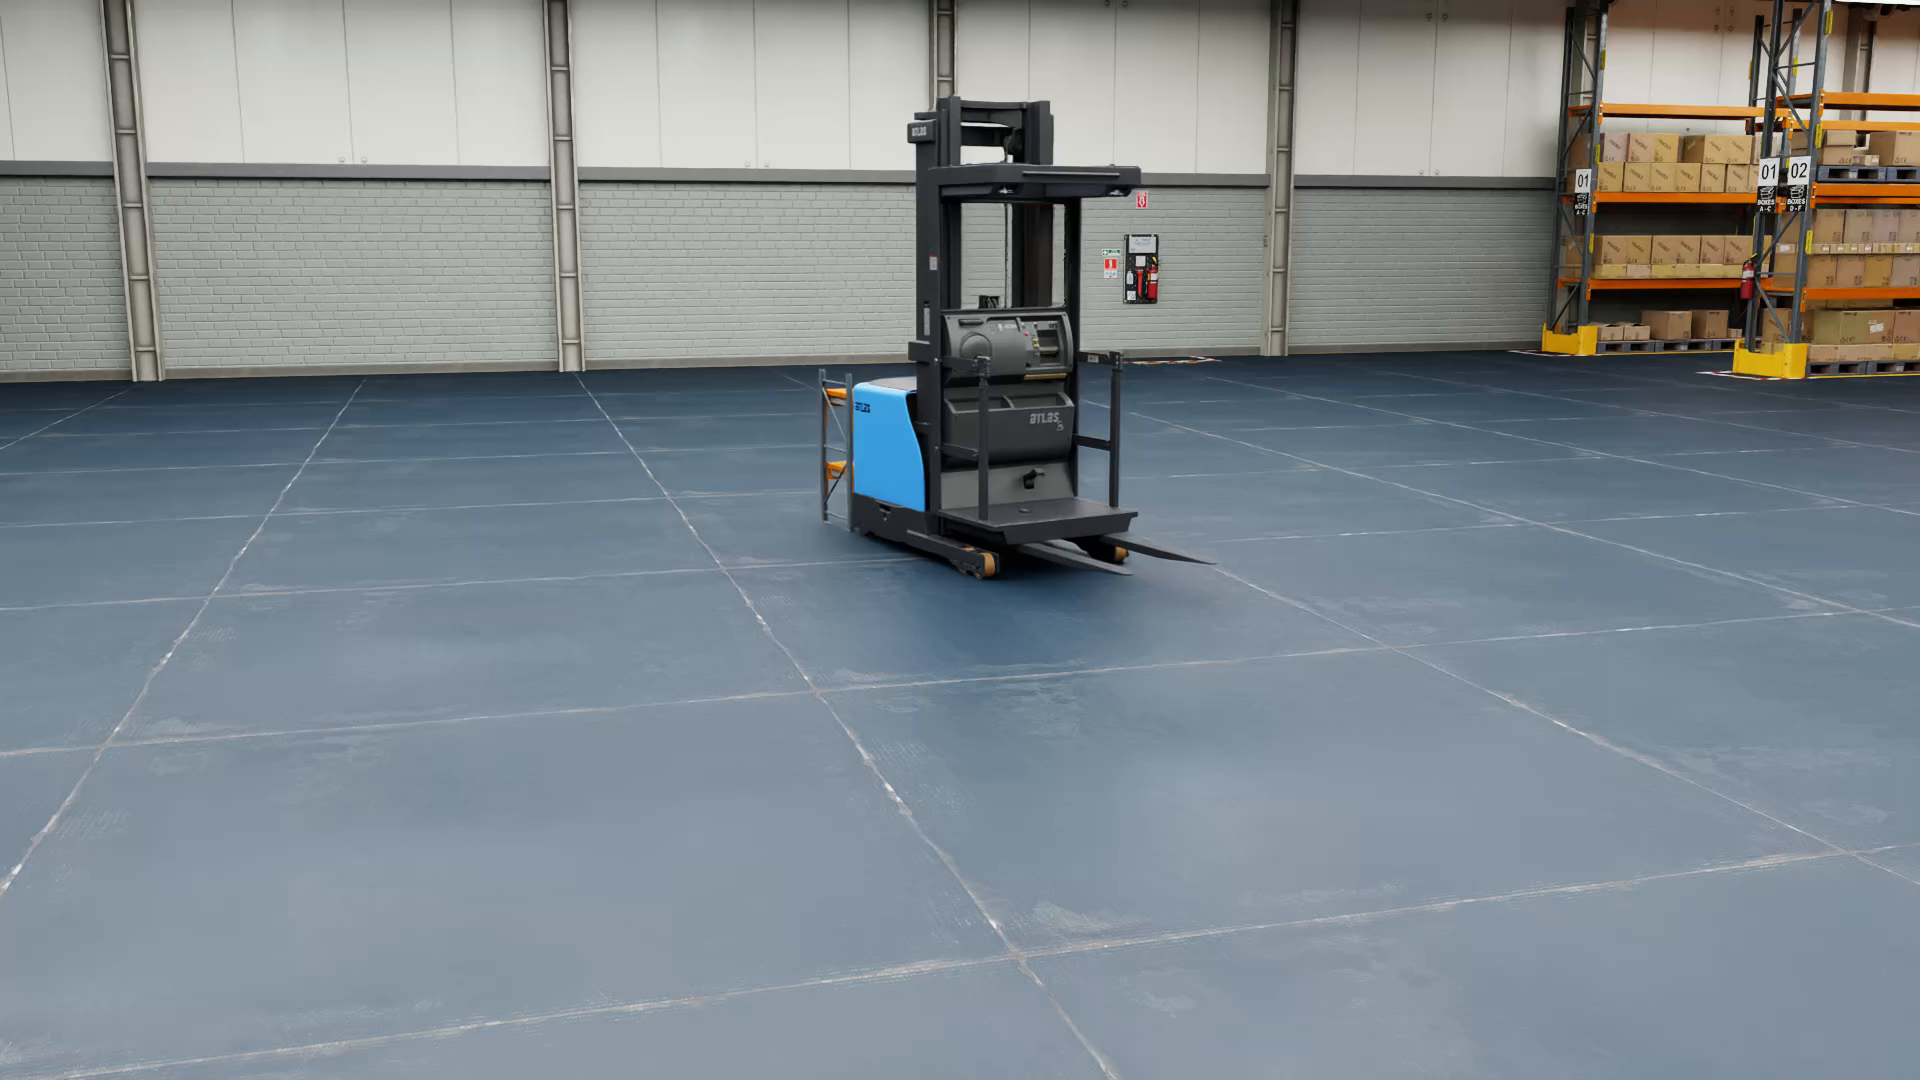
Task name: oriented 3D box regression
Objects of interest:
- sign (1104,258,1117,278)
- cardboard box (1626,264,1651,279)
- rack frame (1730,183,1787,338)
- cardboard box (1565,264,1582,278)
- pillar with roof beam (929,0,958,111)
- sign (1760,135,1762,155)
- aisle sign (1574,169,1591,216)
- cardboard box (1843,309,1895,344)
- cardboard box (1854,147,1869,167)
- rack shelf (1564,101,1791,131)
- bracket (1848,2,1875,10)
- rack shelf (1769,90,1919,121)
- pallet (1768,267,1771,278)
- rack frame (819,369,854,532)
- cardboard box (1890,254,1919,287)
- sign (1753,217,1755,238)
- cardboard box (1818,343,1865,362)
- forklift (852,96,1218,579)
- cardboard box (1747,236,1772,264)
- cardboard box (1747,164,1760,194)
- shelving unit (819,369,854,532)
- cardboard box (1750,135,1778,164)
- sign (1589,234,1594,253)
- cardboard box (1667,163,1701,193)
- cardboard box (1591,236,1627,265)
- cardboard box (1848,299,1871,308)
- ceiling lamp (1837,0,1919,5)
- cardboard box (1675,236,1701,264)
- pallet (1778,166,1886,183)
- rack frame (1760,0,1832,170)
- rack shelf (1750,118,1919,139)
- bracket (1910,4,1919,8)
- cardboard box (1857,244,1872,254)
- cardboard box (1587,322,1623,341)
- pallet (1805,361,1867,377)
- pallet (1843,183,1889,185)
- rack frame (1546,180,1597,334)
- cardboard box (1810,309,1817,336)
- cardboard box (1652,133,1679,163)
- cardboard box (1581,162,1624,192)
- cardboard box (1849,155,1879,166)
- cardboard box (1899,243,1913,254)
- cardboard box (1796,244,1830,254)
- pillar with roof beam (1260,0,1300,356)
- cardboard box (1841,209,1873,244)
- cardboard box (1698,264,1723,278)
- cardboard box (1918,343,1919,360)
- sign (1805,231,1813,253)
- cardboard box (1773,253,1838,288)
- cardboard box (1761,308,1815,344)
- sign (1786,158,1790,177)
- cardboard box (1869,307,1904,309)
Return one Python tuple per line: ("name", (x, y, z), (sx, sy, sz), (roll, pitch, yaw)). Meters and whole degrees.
("sign", (2.551, -4.602, 28.161), (0.234, 0.329, 0.001), (-3, 11, -16))
("cardboard box", (11.877, -4.765, 29.504), (0.500, 0.250, 0.500), (-3, 11, -18))
("rack frame", (14.665, -5.033, 30.602), (0.127, 3.000, 1.000), (-3, 11, -16))
("cardboard box", (11.219, -4.824, 29.825), (0.500, 0.250, 0.500), (-3, 11, -15))
("pillar with roof beam", (0.937, -6.611, 22.604), (0.400, 9.000, 9.100), (-3, 11, -16))
("sign", (12.075, -5.937, 24.997), (0.005, 0.325, 0.100), (-3, 11, -16))
("aisle sign", (10.839, -6.053, 28.964), (0.004, 0.787, 0.394), (-3, 11, -16))
("cardboard box", (13.746, -3.235, 25.195), (0.500, 0.500, 0.500), (-3, 11, -16))
("cardboard box", (13.779, -5.809, 25.230), (0.500, 0.311, 0.500), (-2, 11, -9))
("rack shelf", (12.745, -7.527, 29.574), (4.000, 0.370, 1.077), (-3, 11, -16))
("bracket", (16.717, -9.958, 30.842), (0.430, 0.232, 0.235), (-3, 11, -16))
("rack shelf", (14.133, -6.471, 24.933), (4.000, 0.370, 1.077), (-3, 11, -16))
("pallet", (15.440, -4.952, 30.692), (1.213, 0.211, 1.003), (-3, 11, -16))
("rack frame", (-0.890, -0.650, 11.972), (0.032, 1.125, 0.500), (-6, 12, -29))
("cardboard box", (14.150, -4.119, 25.361), (0.500, 0.500, 0.700), (-3, 11, -14))
("sign", (12.075, -4.751, 25.215), (0.005, 0.325, 0.100), (-3, 11, -16))
("cardboard box", (13.269, -2.838, 25.115), (0.500, 0.250, 0.500), (-3, 11, -16))
("forklift", (0.431, -1.297, 10.497), (1.130, 2.935, 3.031), (-6, 12, -30))
("cardboard box", (14.298, -5.260, 30.124), (0.500, 0.500, 0.500), (-3, 11, -16))
("cardboard box", (14.247, -6.499, 29.946), (0.500, 0.500, 0.500), (-3, 11, -14))
("shelving unit", (-0.446, -0.695, 12.215), (1.048, 1.125, 0.538), (-6, 12, -29))
("cardboard box", (14.260, -6.987, 29.835), (0.500, 0.500, 0.500), (-4, 11, -21))
("sign", (10.977, -5.162, 28.911), (0.005, 0.325, 0.100), (-3, 11, -16))
("cardboard box", (12.747, -6.417, 29.503), (0.500, 0.500, 0.500), (-2, 11, -12))
("cardboard box", (11.367, -5.108, 29.293), (0.500, 0.500, 0.500), (-3, 11, -16))
("cardboard box", (16.772, -4.501, 31.329), (0.500, 0.250, 0.500), (-3, 11, -16))
("ceiling lamp", (15.250, -8.858, 27.366), (1.941, 0.041, 0.237), (-3, 11, -16))
("cardboard box", (12.835, -5.184, 29.709), (0.500, 0.500, 0.500), (-3, 11, -14))
("pallet", (12.899, -5.433, 24.732), (1.213, 0.211, 1.003), (-3, 11, -16))
("rack frame", (12.213, -6.920, 24.282), (0.127, 3.000, 1.000), (-3, 11, -16))
("rack shelf", (16.586, -7.534, 30.710), (4.000, 0.370, 1.077), (-3, 11, -16))
("bracket", (19.987, -10.131, 31.779), (4.783, 0.066, 0.076), (-3, 11, -16))
("cardboard box", (13.385, -4.359, 24.872), (0.250, 0.149, 0.380), (-3, 11, -17))
("cardboard box", (11.514, -3.744, 29.811), (0.500, 0.311, 0.500), (-4, 11, -22))
("pallet", (12.935, -2.644, 25.328), (1.213, 0.211, 1.003), (-3, 11, -16))
("pallet", (16.283, -6.482, 30.704), (1.003, 0.211, 1.213), (-3, 11, -16))
("rack frame", (10.825, -4.831, 29.502), (0.127, 3.000, 1.000), (-3, 11, -16))
("cardboard box", (15.849, -4.095, 31.196), (0.500, 0.500, 0.700), (-3, 11, -17))
("cardboard box", (12.247, -6.878, 29.247), (0.500, 0.500, 0.500), (-3, 11, -14))
("cardboard box", (11.216, -6.338, 29.075), (0.500, 0.500, 0.500), (-3, 11, -14))
("cardboard box", (13.392, -5.626, 24.683), (0.250, 0.149, 0.380), (-3, 11, -16))
("cardboard box", (14.126, -4.398, 25.084), (0.250, 0.149, 0.380), (-3, 11, -15))
("cardboard box", (12.650, -4.320, 24.662), (0.250, 0.149, 0.380), (-3, 11, -16))
("pillar with roof beam", (6.697, -6.915, 24.254), (0.400, 9.000, 9.100), (-3, 11, -16))
("cardboard box", (13.219, -4.709, 24.979), (0.500, 0.500, 0.700), (-3, 11, -17))
("cardboard box", (13.336, -4.841, 29.915), (0.500, 0.250, 0.500), (-3, 11, -16))
("cardboard box", (14.711, -2.914, 25.523), (0.500, 0.250, 0.500), (-3, 11, -16))
("sign", (12.362, -4.338, 24.214), (0.005, 0.325, 0.100), (-3, 11, -16))
("cardboard box", (12.665, -4.040, 24.933), (0.500, 0.500, 0.700), (-3, 11, -16))
("cardboard box", (12.645, -3.272, 25.397), (0.500, 0.500, 0.500), (-3, 11, -16))
("sign", (14.824, -6.669, 29.773), (0.005, 0.325, 0.100), (-3, 11, -16))
("cardboard box", (14.561, -3.376, 25.961), (0.500, 0.500, 0.500), (-3, 11, -16))
